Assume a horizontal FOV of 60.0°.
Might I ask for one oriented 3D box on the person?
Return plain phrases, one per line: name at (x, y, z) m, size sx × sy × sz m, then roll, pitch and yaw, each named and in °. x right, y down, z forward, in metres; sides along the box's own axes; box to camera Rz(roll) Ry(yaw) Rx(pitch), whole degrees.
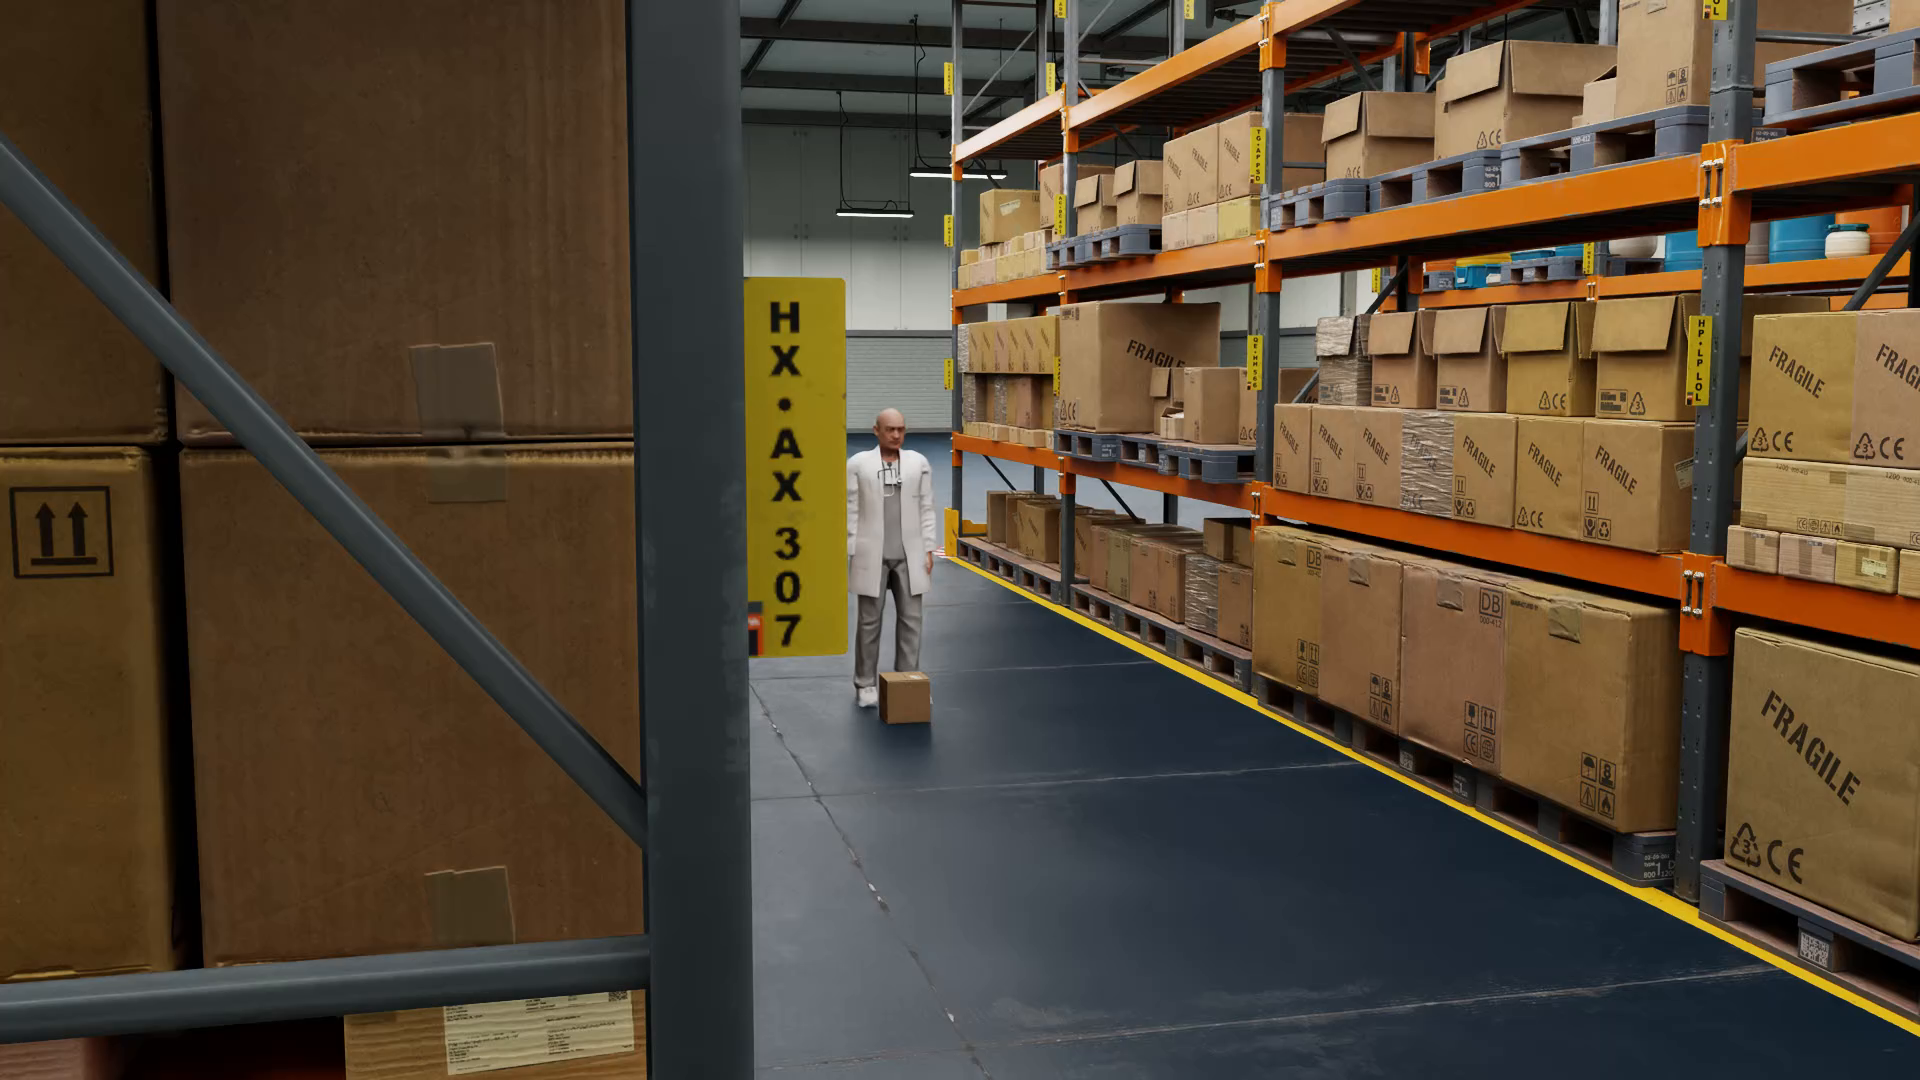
person at (-0.409, 0.099, 9.980) m, size 0.562 × 1.779 × 0.388 m, roll -1°, pitch 6°, yaw -12°
